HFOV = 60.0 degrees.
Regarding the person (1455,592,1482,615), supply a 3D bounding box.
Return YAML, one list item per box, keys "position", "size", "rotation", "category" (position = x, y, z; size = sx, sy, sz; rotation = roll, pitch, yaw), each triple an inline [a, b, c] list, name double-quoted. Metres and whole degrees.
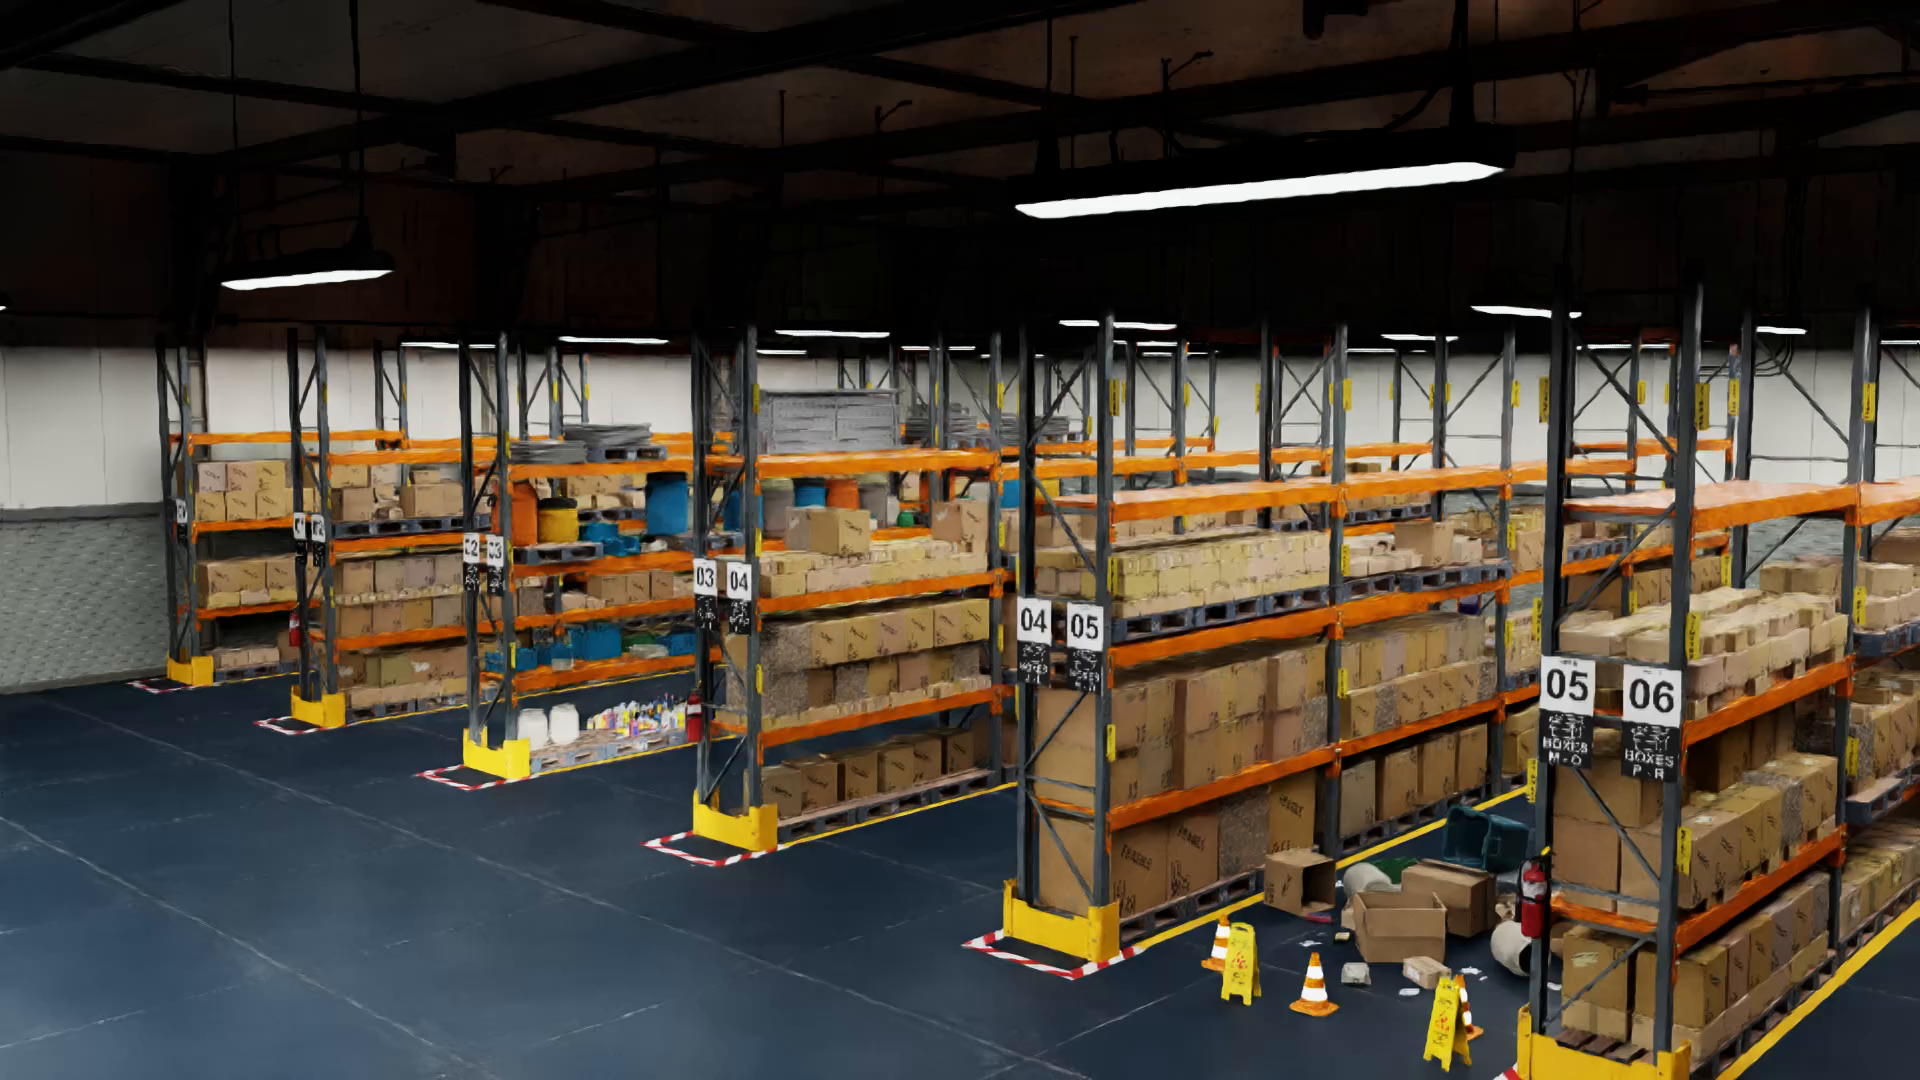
- position: [9.779, 1.350, 32.039]
  size: [0.584, 1.611, 0.918]
  rotation: [2, 6, 16]
  category: "person"
